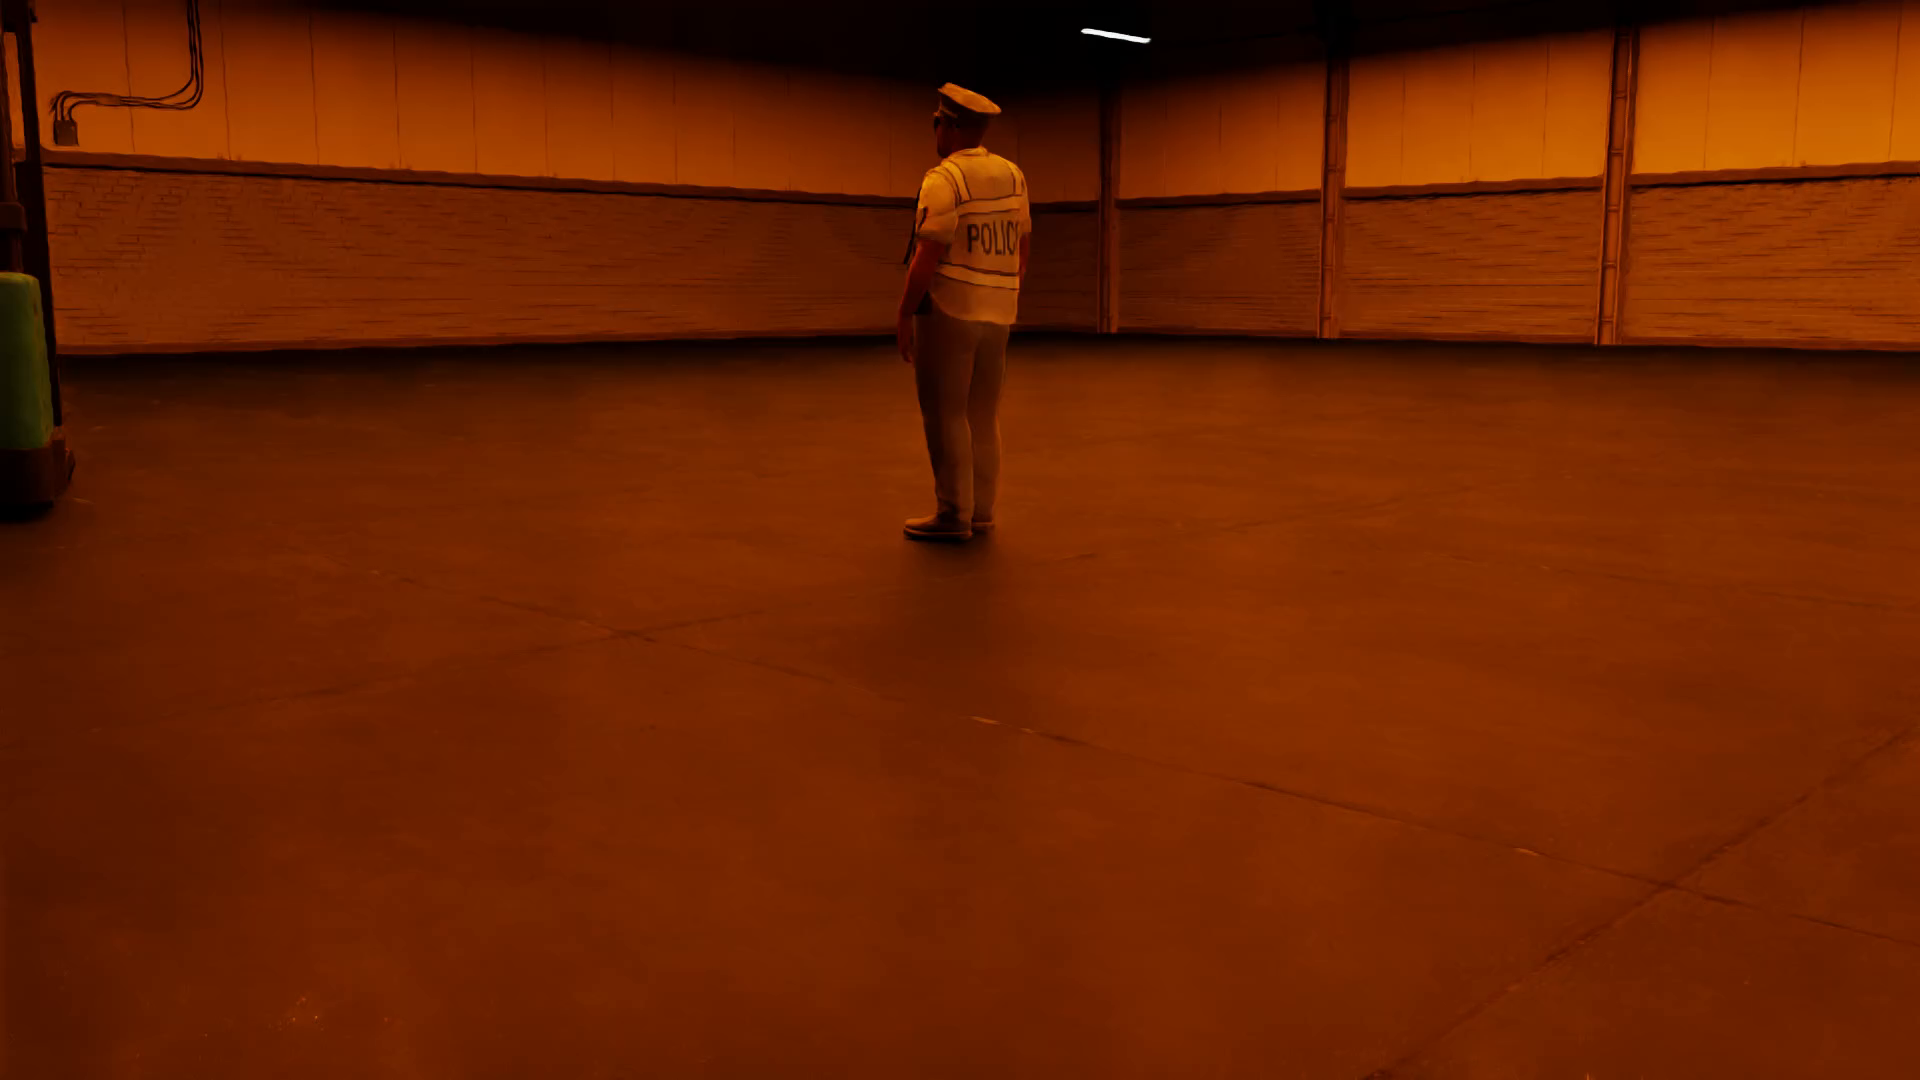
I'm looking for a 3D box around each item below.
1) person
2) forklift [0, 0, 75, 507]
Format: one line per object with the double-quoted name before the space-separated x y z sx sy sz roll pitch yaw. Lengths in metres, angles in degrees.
"person" -0.048 -0.894 6.646 0.574 1.773 0.640 8 12 43
"forklift" -5.141 -1.712 8.241 1.130 2.935 3.031 -4 10 -26
